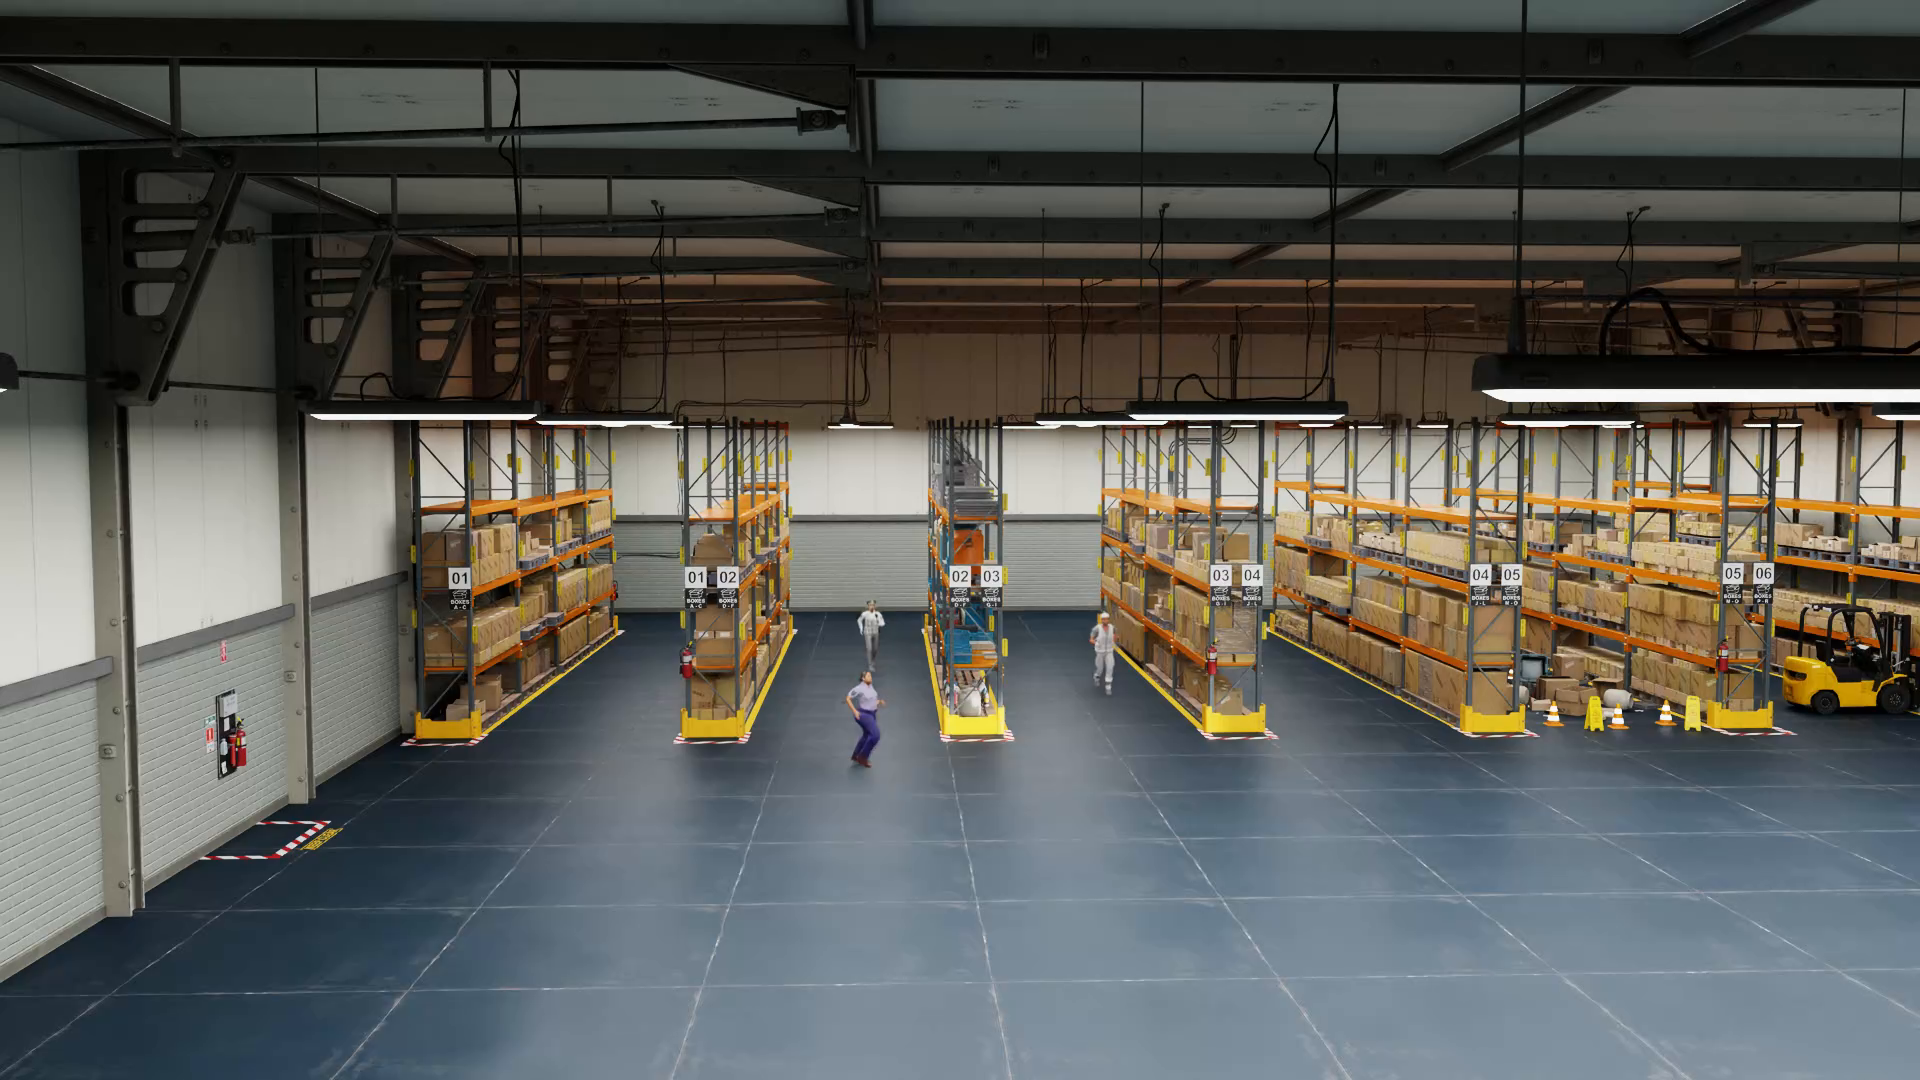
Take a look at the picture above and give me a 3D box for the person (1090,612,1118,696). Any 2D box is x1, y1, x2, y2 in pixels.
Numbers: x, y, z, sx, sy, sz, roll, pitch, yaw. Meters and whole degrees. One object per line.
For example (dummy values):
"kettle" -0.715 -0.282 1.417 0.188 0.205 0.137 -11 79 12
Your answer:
"person" 3.142 2.455 36.327 0.634 1.777 0.984 -1 4 -8

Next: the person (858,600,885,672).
"person" -2.109 2.255 39.777 0.611 1.672 0.904 -1 4 -13

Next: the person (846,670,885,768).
"person" -1.583 3.052 28.425 0.680 1.655 0.581 2 4 22

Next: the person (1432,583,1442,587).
"person" 14.196 1.678 49.386 0.627 1.654 0.702 1 4 16
